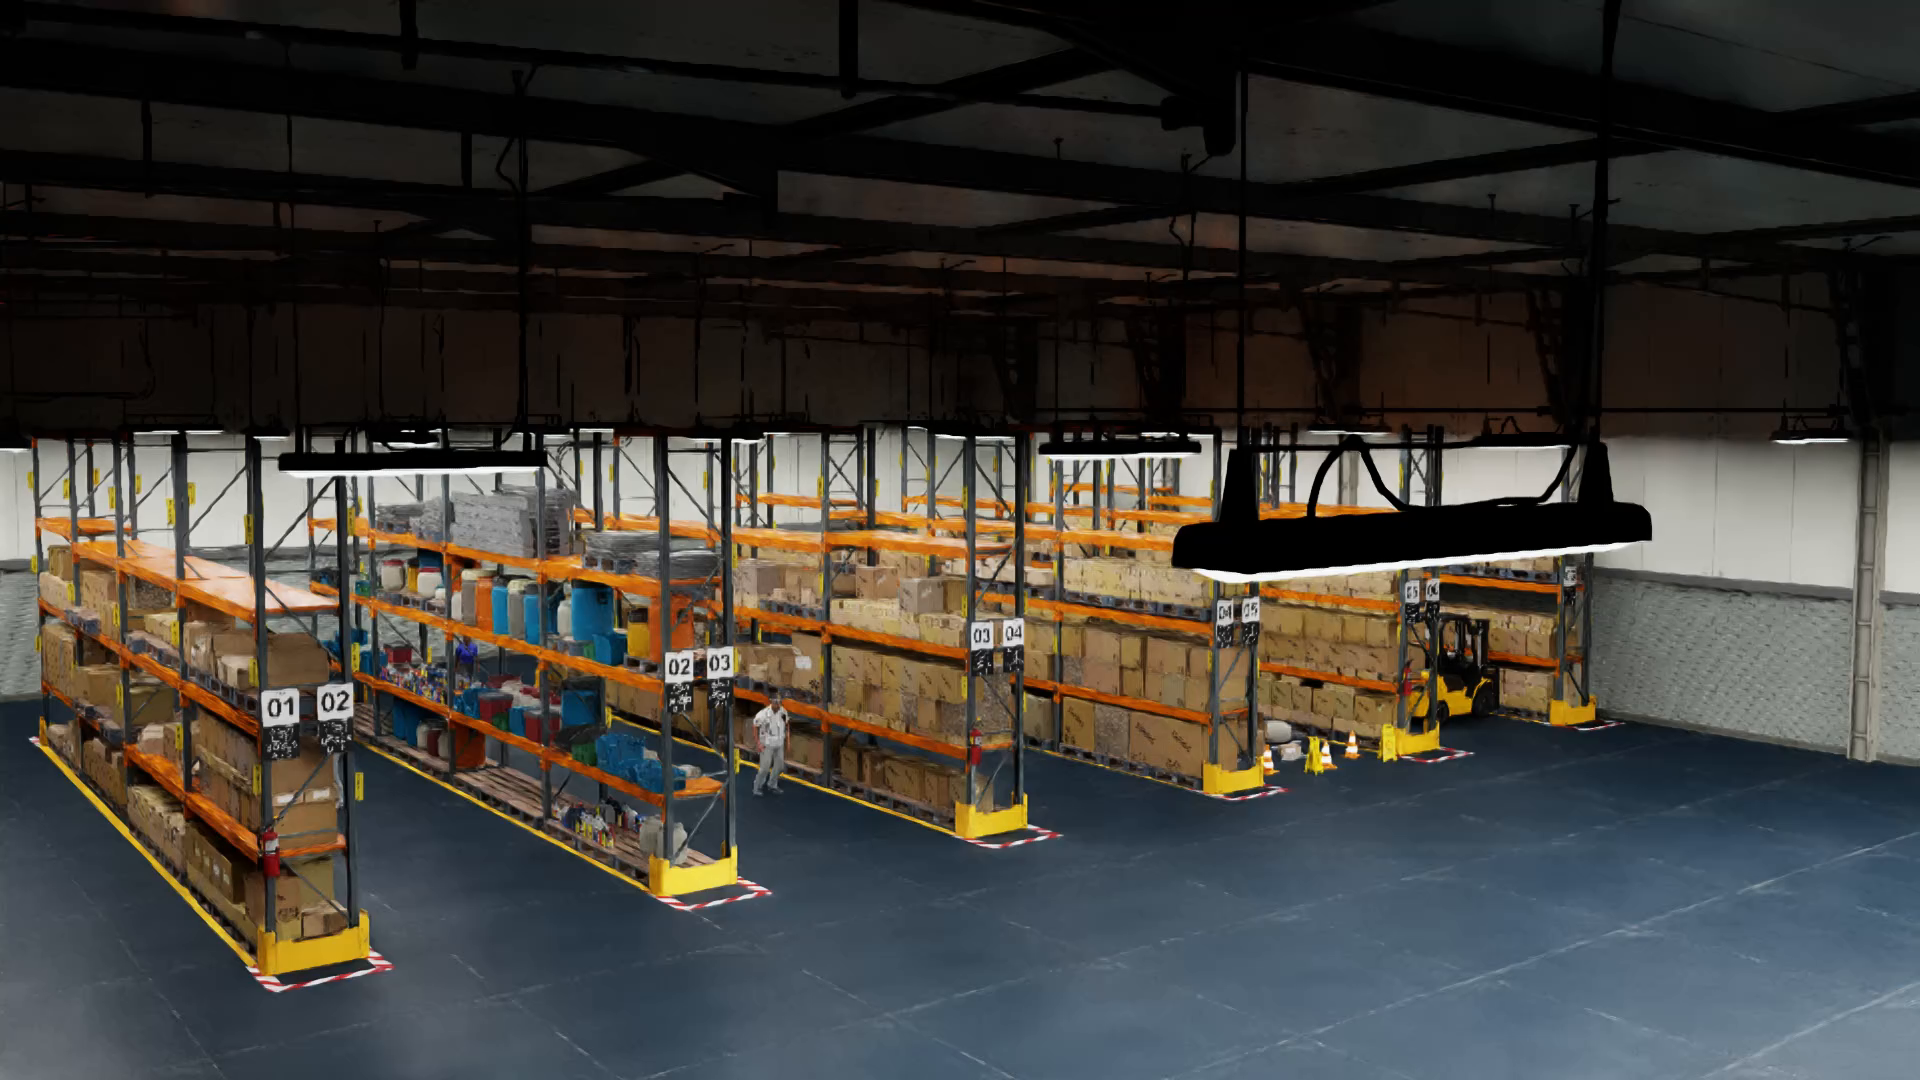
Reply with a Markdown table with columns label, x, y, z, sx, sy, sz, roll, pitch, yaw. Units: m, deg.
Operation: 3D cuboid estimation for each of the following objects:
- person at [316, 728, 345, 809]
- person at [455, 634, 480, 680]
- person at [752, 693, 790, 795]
| label | x | y | z | sx | sy | sz | roll | pitch | yaw |
| --- | --- | --- | --- | --- | --- | --- | --- | --- | --- |
| person | -10.059 | 3.408 | 26.451 | 0.537 | 1.665 | 0.573 | -1 | 5 | -8 |
| person | -10.522 | 2.737 | 35.555 | 0.461 | 1.596 | 0.986 | -3 | 6 | -38 |
| person | -3.106 | 3.335 | 27.353 | 0.682 | 1.711 | 0.542 | -3 | 6 | -37 |
